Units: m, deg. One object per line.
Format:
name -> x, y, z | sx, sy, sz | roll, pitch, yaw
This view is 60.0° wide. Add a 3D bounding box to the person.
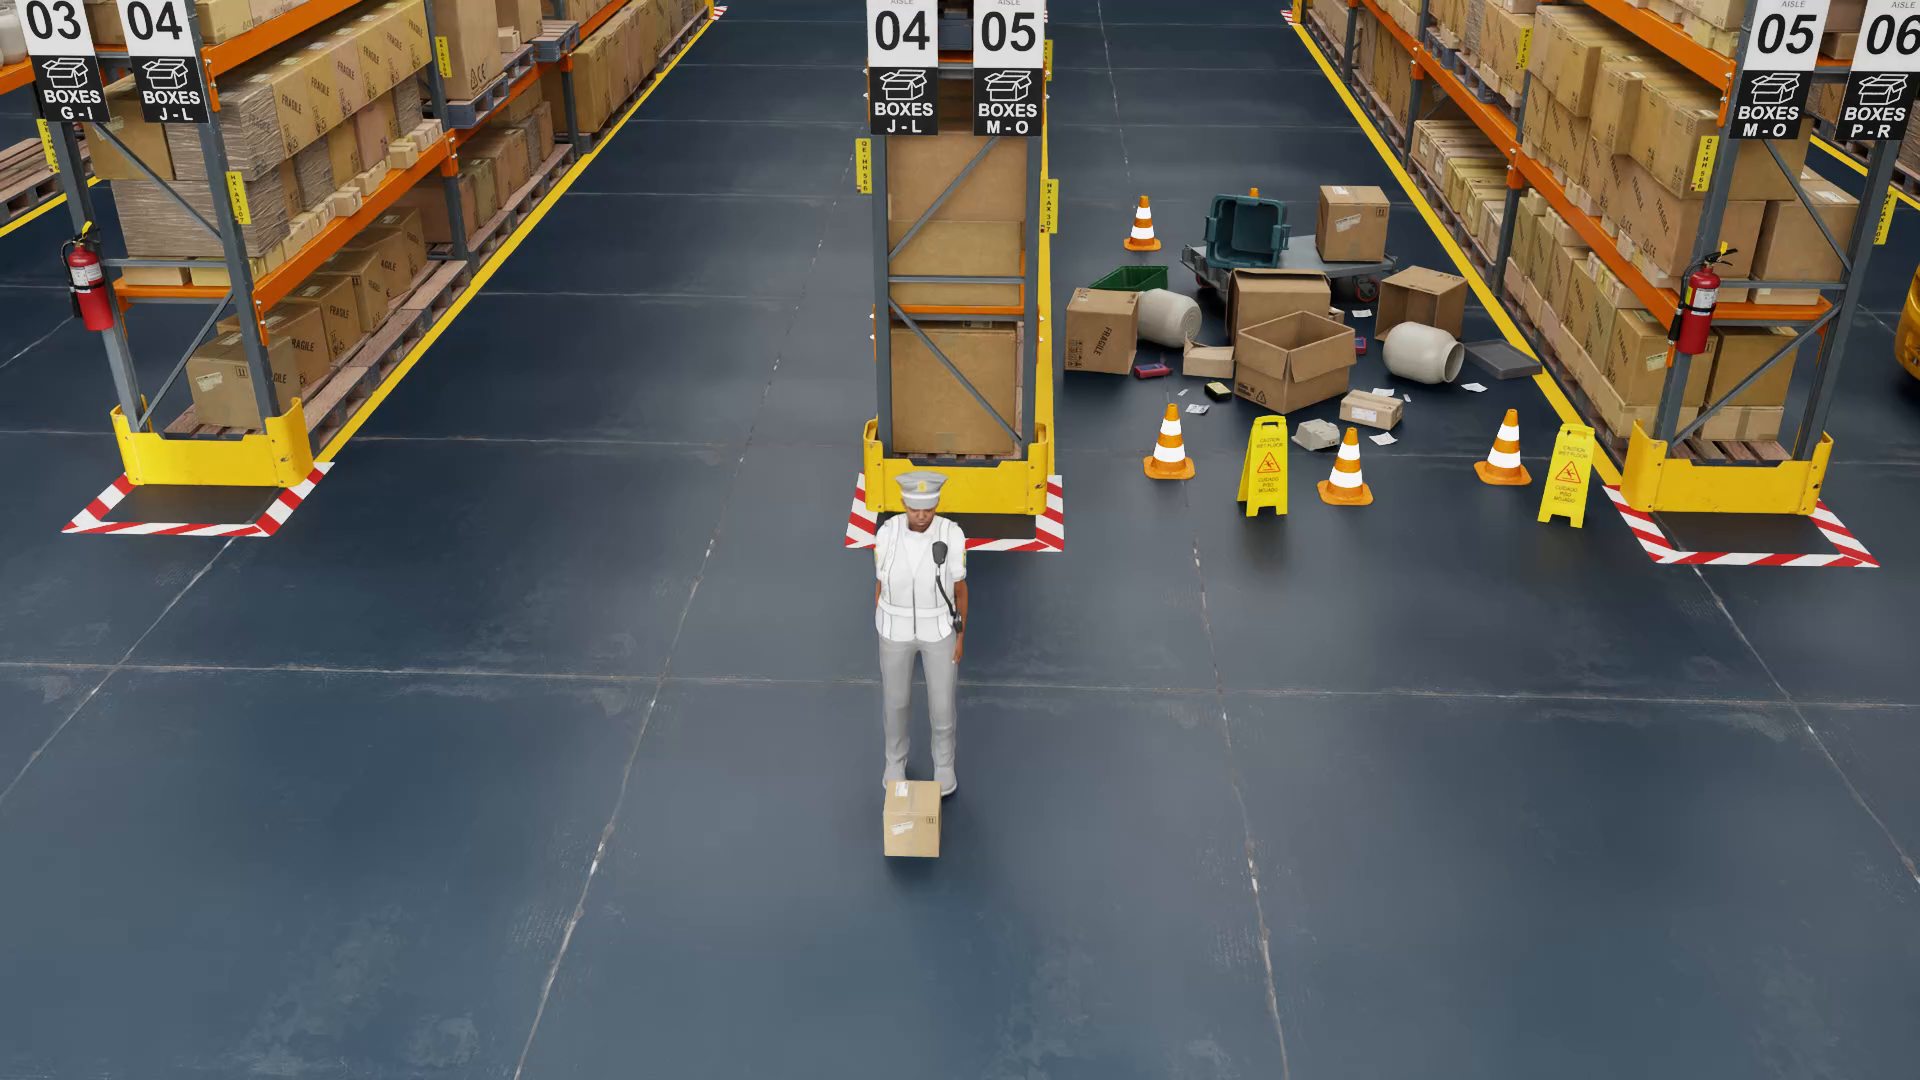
person -> -0.181, 0.444, 7.789 | 0.436, 1.688, 0.340 | 2, 28, 3
